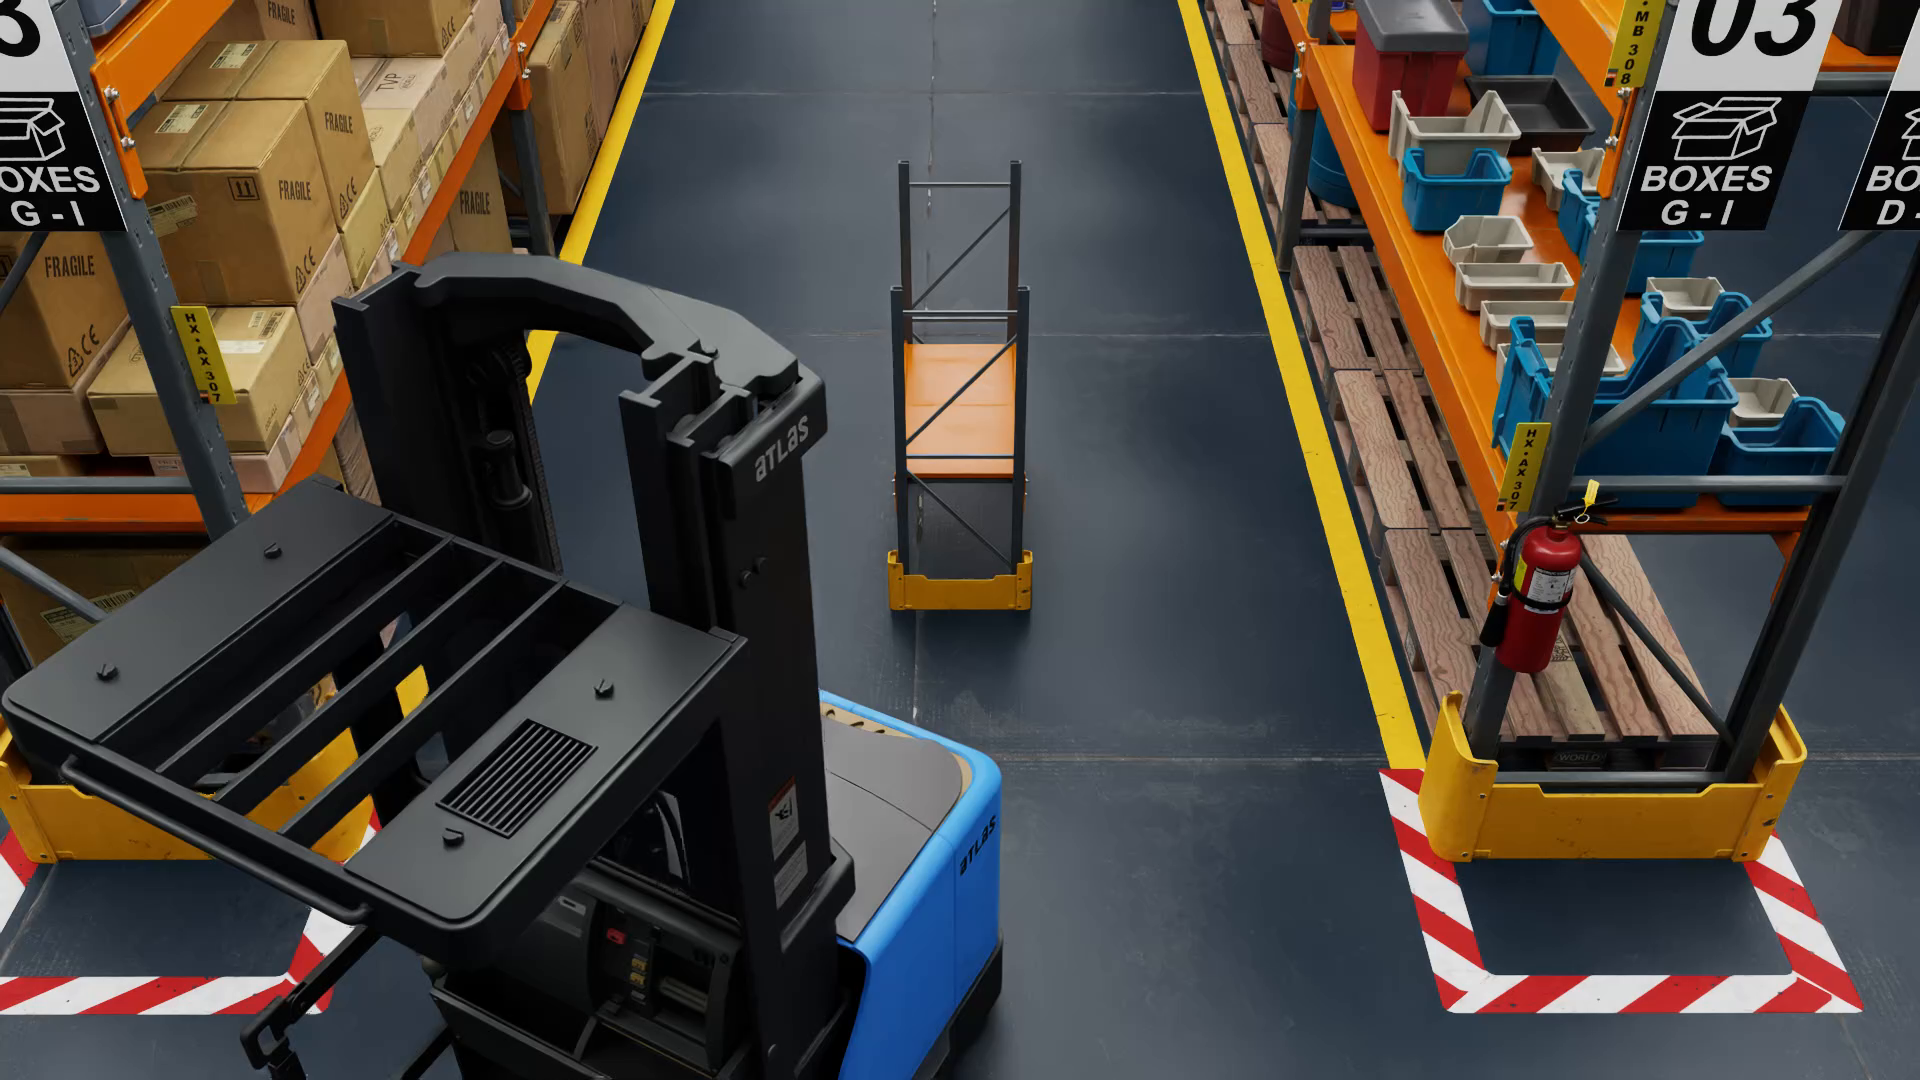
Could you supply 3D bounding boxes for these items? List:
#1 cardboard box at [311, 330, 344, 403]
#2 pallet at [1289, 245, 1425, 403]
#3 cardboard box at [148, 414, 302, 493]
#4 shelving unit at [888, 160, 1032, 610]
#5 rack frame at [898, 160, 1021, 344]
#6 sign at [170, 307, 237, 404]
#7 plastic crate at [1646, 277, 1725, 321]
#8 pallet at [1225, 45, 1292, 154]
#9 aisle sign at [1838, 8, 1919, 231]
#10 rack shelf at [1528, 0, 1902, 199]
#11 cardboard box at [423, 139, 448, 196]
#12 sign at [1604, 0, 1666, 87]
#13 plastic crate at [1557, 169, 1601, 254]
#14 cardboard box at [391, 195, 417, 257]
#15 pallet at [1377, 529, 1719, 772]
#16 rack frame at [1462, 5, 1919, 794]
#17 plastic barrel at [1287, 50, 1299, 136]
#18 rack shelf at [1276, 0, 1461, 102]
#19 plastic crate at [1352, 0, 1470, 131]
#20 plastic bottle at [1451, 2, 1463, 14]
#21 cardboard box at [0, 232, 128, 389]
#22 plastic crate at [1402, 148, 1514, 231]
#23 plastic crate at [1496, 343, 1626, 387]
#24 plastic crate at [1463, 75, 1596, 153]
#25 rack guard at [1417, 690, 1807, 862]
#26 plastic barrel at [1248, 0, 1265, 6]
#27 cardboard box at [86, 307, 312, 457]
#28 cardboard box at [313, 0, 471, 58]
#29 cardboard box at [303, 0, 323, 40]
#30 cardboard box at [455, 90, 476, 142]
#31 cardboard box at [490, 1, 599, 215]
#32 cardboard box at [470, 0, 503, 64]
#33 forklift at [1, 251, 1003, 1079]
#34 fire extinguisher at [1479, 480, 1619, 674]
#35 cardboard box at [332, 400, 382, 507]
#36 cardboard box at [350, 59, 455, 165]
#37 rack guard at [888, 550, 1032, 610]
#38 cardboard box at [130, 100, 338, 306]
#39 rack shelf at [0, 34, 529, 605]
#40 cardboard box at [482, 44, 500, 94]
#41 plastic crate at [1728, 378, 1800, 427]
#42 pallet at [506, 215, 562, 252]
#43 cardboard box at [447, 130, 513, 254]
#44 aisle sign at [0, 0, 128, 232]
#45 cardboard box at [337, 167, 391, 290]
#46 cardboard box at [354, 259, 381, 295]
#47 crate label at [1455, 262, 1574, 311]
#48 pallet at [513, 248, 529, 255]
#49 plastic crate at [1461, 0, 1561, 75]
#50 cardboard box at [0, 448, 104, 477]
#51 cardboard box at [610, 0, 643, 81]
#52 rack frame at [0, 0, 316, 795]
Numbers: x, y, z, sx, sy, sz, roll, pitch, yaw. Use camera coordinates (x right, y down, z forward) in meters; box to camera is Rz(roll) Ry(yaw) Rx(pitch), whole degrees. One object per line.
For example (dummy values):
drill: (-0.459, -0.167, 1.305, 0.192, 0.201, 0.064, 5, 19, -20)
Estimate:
cardboard box: (-2.386, -0.604, 5.806, 0.380, 0.149, 0.250, -1, 39, -1)
pallet: (2.275, -1.116, 8.474, 1.003, 0.211, 1.213, 0, 39, 0)
cardboard box: (-2.384, -0.283, 5.406, 0.380, 0.149, 0.250, 0, 39, 0)
shelving unit: (0.000, -0.633, 6.840, 0.587, 1.500, 1.083, 0, 39, 0)
rack frame: (-0.001, -0.957, 7.244, 0.500, 1.500, 0.032, 0, 39, 0)
sign: (-2.158, -0.525, 4.750, 0.100, 0.325, 0.005, 0, 39, 0)
plastic crate: (2.650, -0.863, 6.091, 0.250, 0.136, 0.298, 0, 39, 0)
pallet: (2.272, -2.823, 10.604, 1.003, 0.211, 1.213, 0, 39, 0)
aisle sign: (2.537, -1.132, 4.186, 0.394, 0.787, 0.004, 0, 39, 0)
rack shelf: (2.237, -2.303, 5.902, 1.077, 0.370, 4.000, 0, 39, 0)
cardboard box: (-2.388, -1.568, 7.009, 0.380, 0.149, 0.250, -1, 39, -1)
sign: (1.690, -1.282, 4.136, 0.100, 0.325, 0.005, 0, 39, 0)
plastic crate: (2.567, -1.287, 6.543, 0.416, 0.233, 0.300, 0, 39, 0)
cardboard box: (-2.387, -1.245, 6.606, 0.380, 0.149, 0.250, -1, 39, -1)
pallet: (2.278, 0.410, 6.570, 1.003, 0.211, 1.213, 0, 39, 0)
rack frame: (2.240, -0.163, 5.054, 1.000, 3.000, 0.127, 0, 39, 0)
plastic barrel: (2.251, -2.792, 9.678, 0.600, 0.901, 0.708, 0, 39, 0)
rack shelf: (2.233, -3.634, 9.961, 1.077, 0.370, 4.000, 0, 39, 0)
plastic crate: (1.985, -2.154, 7.440, 0.402, 0.464, 0.583, 0, 39, 0)
plastic bottle: (2.559, -2.891, 8.498, 0.144, 0.351, 0.185, 0, 39, 0)
cardboard box: (-2.977, -0.814, 5.149, 0.500, 0.500, 0.500, 0, 39, 1)
plastic crate: (1.981, -1.405, 6.690, 0.416, 0.233, 0.300, 0, 39, 0)
plastic crate: (2.058, -0.593, 5.754, 0.396, 0.136, 0.243, 0, 39, 0)
plastic crate: (2.505, -1.880, 7.370, 0.437, 0.125, 0.590, 0, 39, 0)
rack guard: (2.253, 0.828, 5.817, 1.175, 0.500, 0.348, 0, 39, 0)
plastic barrel: (2.248, -4.177, 11.463, 0.600, 0.830, 0.708, 0, 39, 0)
cardboard box: (-2.444, -0.517, 5.379, 0.500, 0.250, 0.500, -1, 39, -1)
cardboard box: (-2.454, -2.410, 7.141, 0.500, 0.500, 0.500, 0, 39, 0)
cardboard box: (-2.980, -2.403, 7.132, 0.500, 0.500, 0.500, 0, 39, 0)
cardboard box: (-2.389, -1.890, 7.410, 0.380, 0.149, 0.250, 1, 39, 1)
cardboard box: (-2.739, -2.396, 9.204, 1.225, 0.875, 0.875, 0, 39, 0)
cardboard box: (-2.455, -2.442, 7.781, 0.500, 0.250, 0.500, -1, 39, -1)
forklift: (-1.009, 0.989, 3.673, 1.130, 2.935, 3.031, 19, 42, 22)
fire extinguisher: (1.785, 0.108, 5.077, 0.296, 0.674, 0.183, 0, 39, 0)
cardboard box: (-2.795, -0.463, 6.793, 0.875, 0.875, 0.875, 0, 39, 0)
cardboard box: (-2.451, -1.799, 6.979, 0.500, 0.250, 0.500, 1, 39, 1)
rack guard: (0.000, 0.166, 6.843, 0.587, 0.250, 0.087, 0, 39, 0)
cardboard box: (-2.444, -1.122, 5.534, 0.500, 0.500, 0.500, -1, 39, -1)
rack shelf: (-2.716, -1.129, 6.836, 1.077, 0.370, 4.000, 0, 39, 0)
cardboard box: (-2.389, -2.211, 7.811, 0.380, 0.149, 0.250, 1, 39, 1)
plastic crate: (2.651, -0.439, 5.561, 0.250, 0.136, 0.298, 0, 39, 0)
pallet: (-2.794, -2.055, 9.645, 1.003, 0.211, 1.213, 0, 39, 0)
cardboard box: (-2.797, -1.583, 8.189, 0.875, 0.875, 0.875, 0, 39, 0)
aisle sign: (-2.413, -1.129, 4.181, 0.394, 0.787, 0.004, 0, 39, 0)
cardboard box: (-2.448, -1.156, 6.176, 0.500, 0.250, 0.500, -1, 39, -2)
cardboard box: (-2.387, -0.926, 6.208, 0.380, 0.149, 0.250, -1, 39, -1)
crate label: (2.047, -0.948, 6.198, 0.396, 0.136, 0.243, 0, 39, 0)
pallet: (-2.795, -1.097, 8.450, 1.003, 0.211, 1.213, 0, 39, 0)
plastic crate: (2.577, -2.390, 7.798, 0.392, 0.384, 0.575, 0, 39, 0)
cardboard box: (-3.043, -0.284, 5.406, 0.380, 0.149, 0.250, 1, 39, 1)
cardboard box: (-2.749, -3.508, 10.592, 1.225, 0.875, 0.875, 0, 39, 0)
rack frame: (-2.713, -0.159, 5.050, 1.000, 3.000, 0.127, 0, 39, 0)
